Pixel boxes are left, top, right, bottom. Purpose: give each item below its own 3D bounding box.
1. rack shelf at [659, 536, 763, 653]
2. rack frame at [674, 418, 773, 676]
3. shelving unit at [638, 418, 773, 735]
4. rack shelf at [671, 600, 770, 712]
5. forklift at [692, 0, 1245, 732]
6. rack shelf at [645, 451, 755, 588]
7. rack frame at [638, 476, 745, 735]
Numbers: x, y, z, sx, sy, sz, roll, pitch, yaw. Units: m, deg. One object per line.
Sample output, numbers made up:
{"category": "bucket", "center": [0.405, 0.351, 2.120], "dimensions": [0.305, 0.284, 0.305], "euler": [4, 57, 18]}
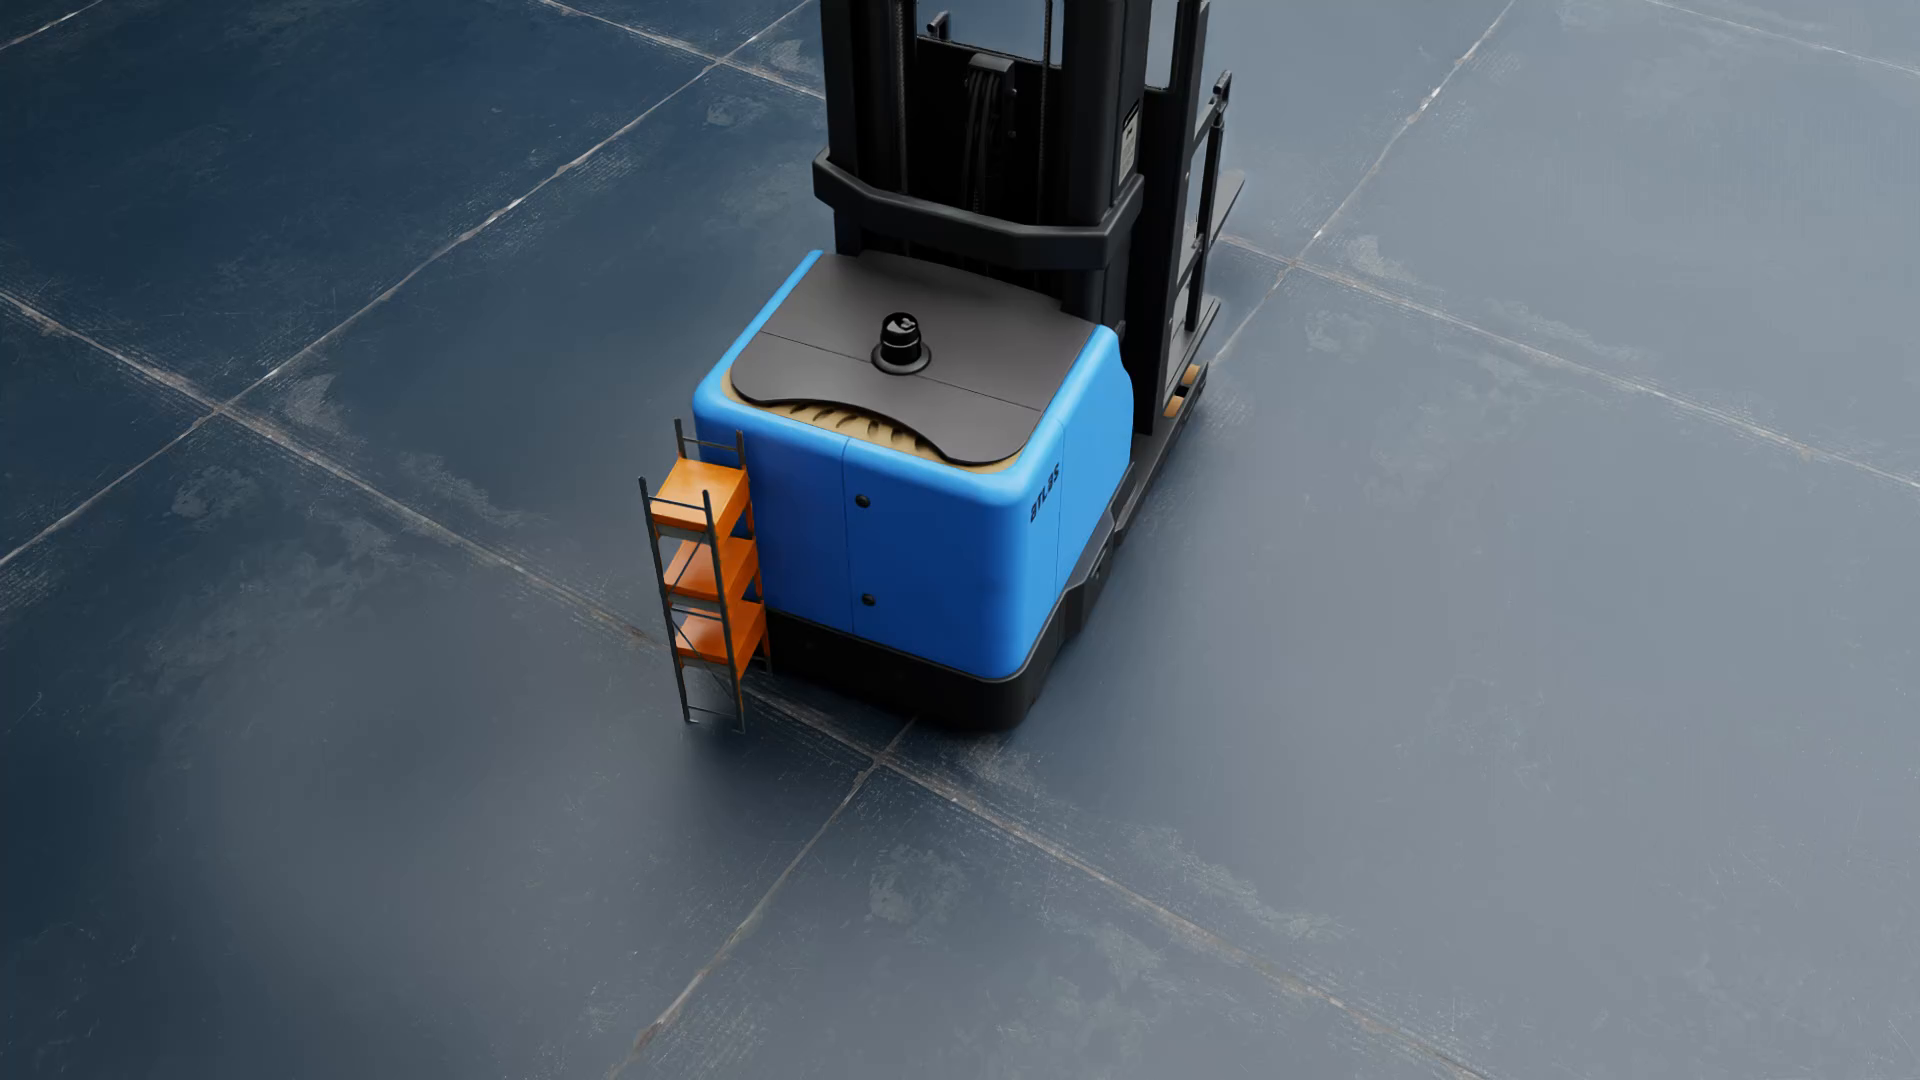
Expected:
{"category": "rack shelf", "center": [-0.730, 0.140, 4.897], "dimensions": [0.215, 0.259, 0.240], "euler": [12, 47, 11]}
{"category": "rack frame", "center": [-0.697, 0.049, 4.971], "dimensions": [0.200, 1.050, 0.008], "euler": [12, 47, 11]}
{"category": "shelving unit", "center": [-0.730, 0.133, 4.889], "dimensions": [0.215, 1.050, 0.252], "euler": [12, 47, 11]}
{"category": "rack shelf", "center": [-0.730, 0.334, 5.096], "dimensions": [0.215, 0.259, 0.240], "euler": [12, 47, 11]}
{"category": "forklift", "center": [0.277, -1.505, 5.169], "dimensions": [1.130, 2.935, 3.031], "euler": [17, 48, 16]}
{"category": "rack shelf", "center": [-0.730, -0.058, 4.693], "dimensions": [0.215, 0.259, 0.240], "euler": [12, 47, 11]}
{"category": "rack frame", "center": [-0.764, 0.217, 4.807], "dimensions": [0.200, 1.050, 0.008], "euler": [12, 47, 11]}
